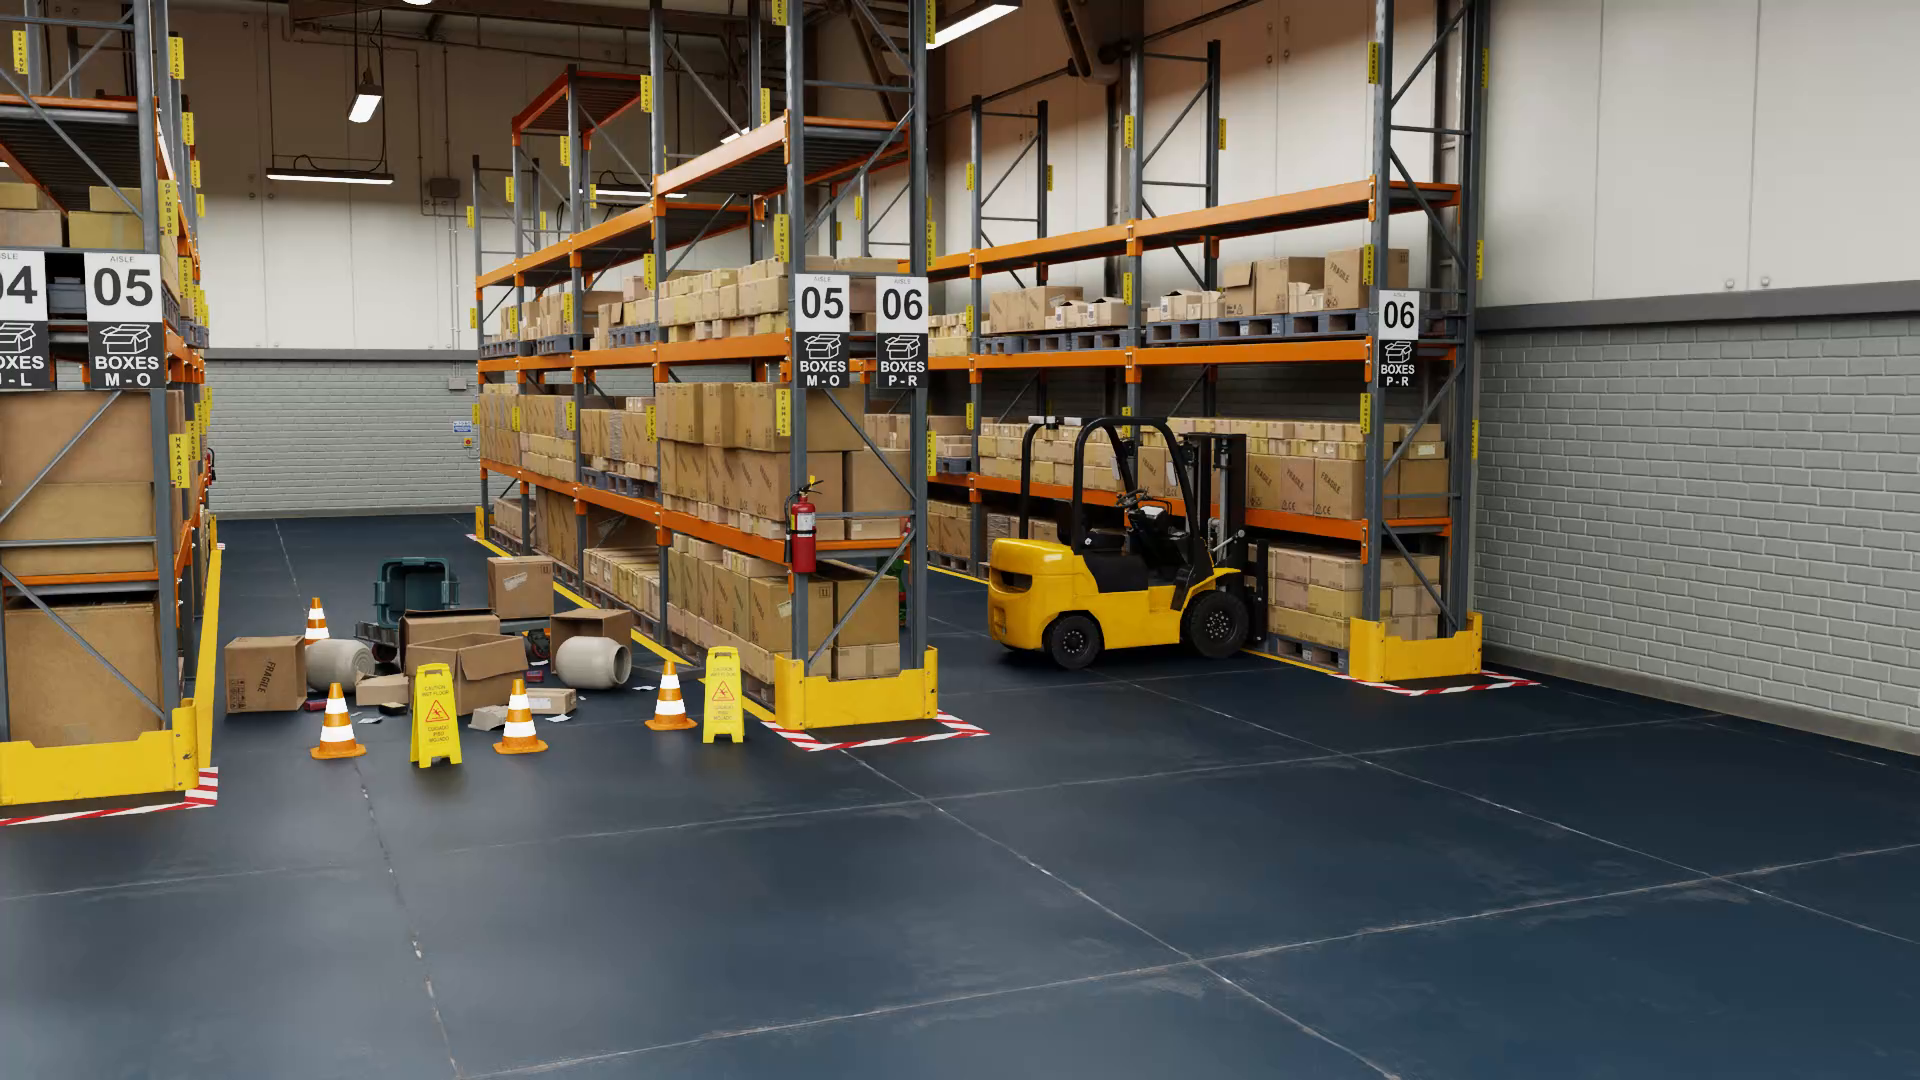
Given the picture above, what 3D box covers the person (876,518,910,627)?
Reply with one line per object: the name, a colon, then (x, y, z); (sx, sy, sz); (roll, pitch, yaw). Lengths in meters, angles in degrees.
person: (-0.715, -0.018, 16.817); (0.452, 1.778, 0.603); (-2, 6, -24)
